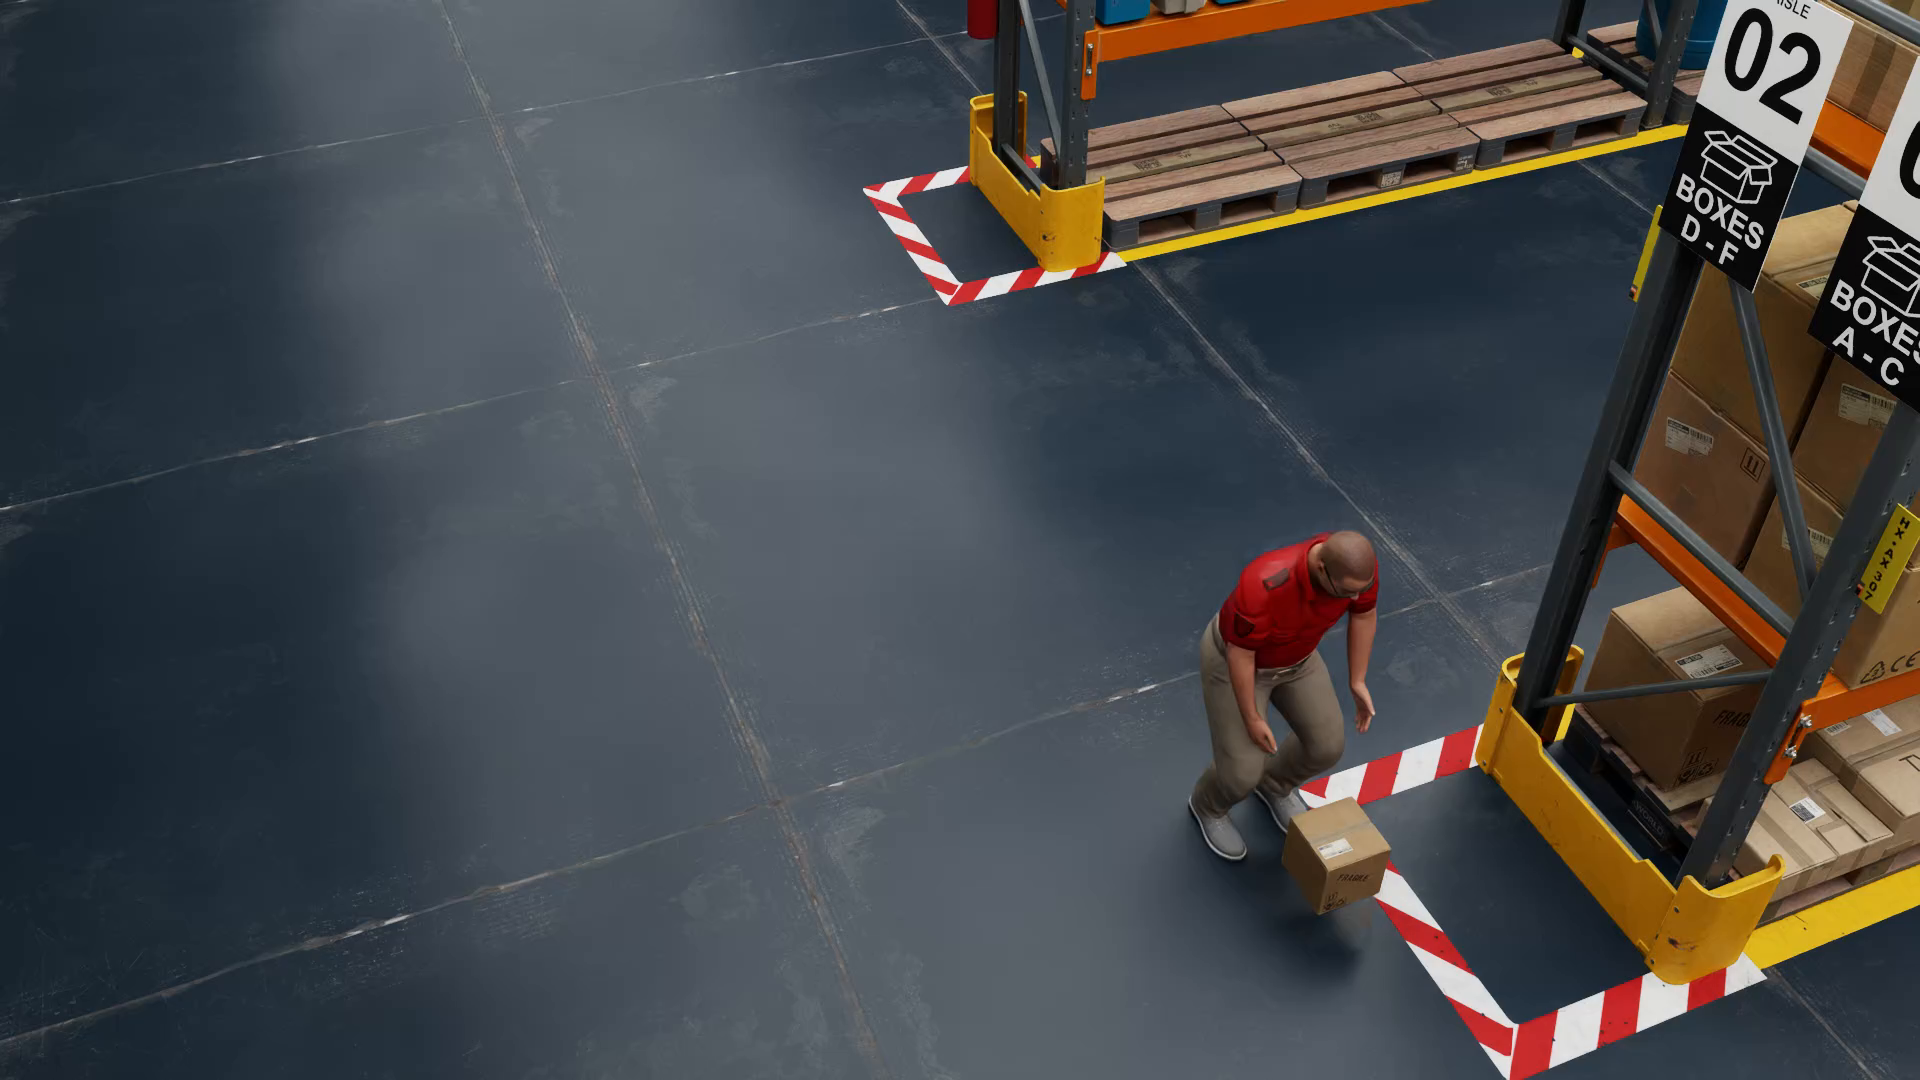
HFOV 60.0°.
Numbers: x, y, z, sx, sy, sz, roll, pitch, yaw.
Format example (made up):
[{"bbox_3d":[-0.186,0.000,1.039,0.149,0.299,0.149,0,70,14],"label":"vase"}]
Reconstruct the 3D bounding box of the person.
[{"bbox_3d":[1.127,0.435,5.748,0.576,1.482,0.574,-16,44,-17],"label":"person"}]
